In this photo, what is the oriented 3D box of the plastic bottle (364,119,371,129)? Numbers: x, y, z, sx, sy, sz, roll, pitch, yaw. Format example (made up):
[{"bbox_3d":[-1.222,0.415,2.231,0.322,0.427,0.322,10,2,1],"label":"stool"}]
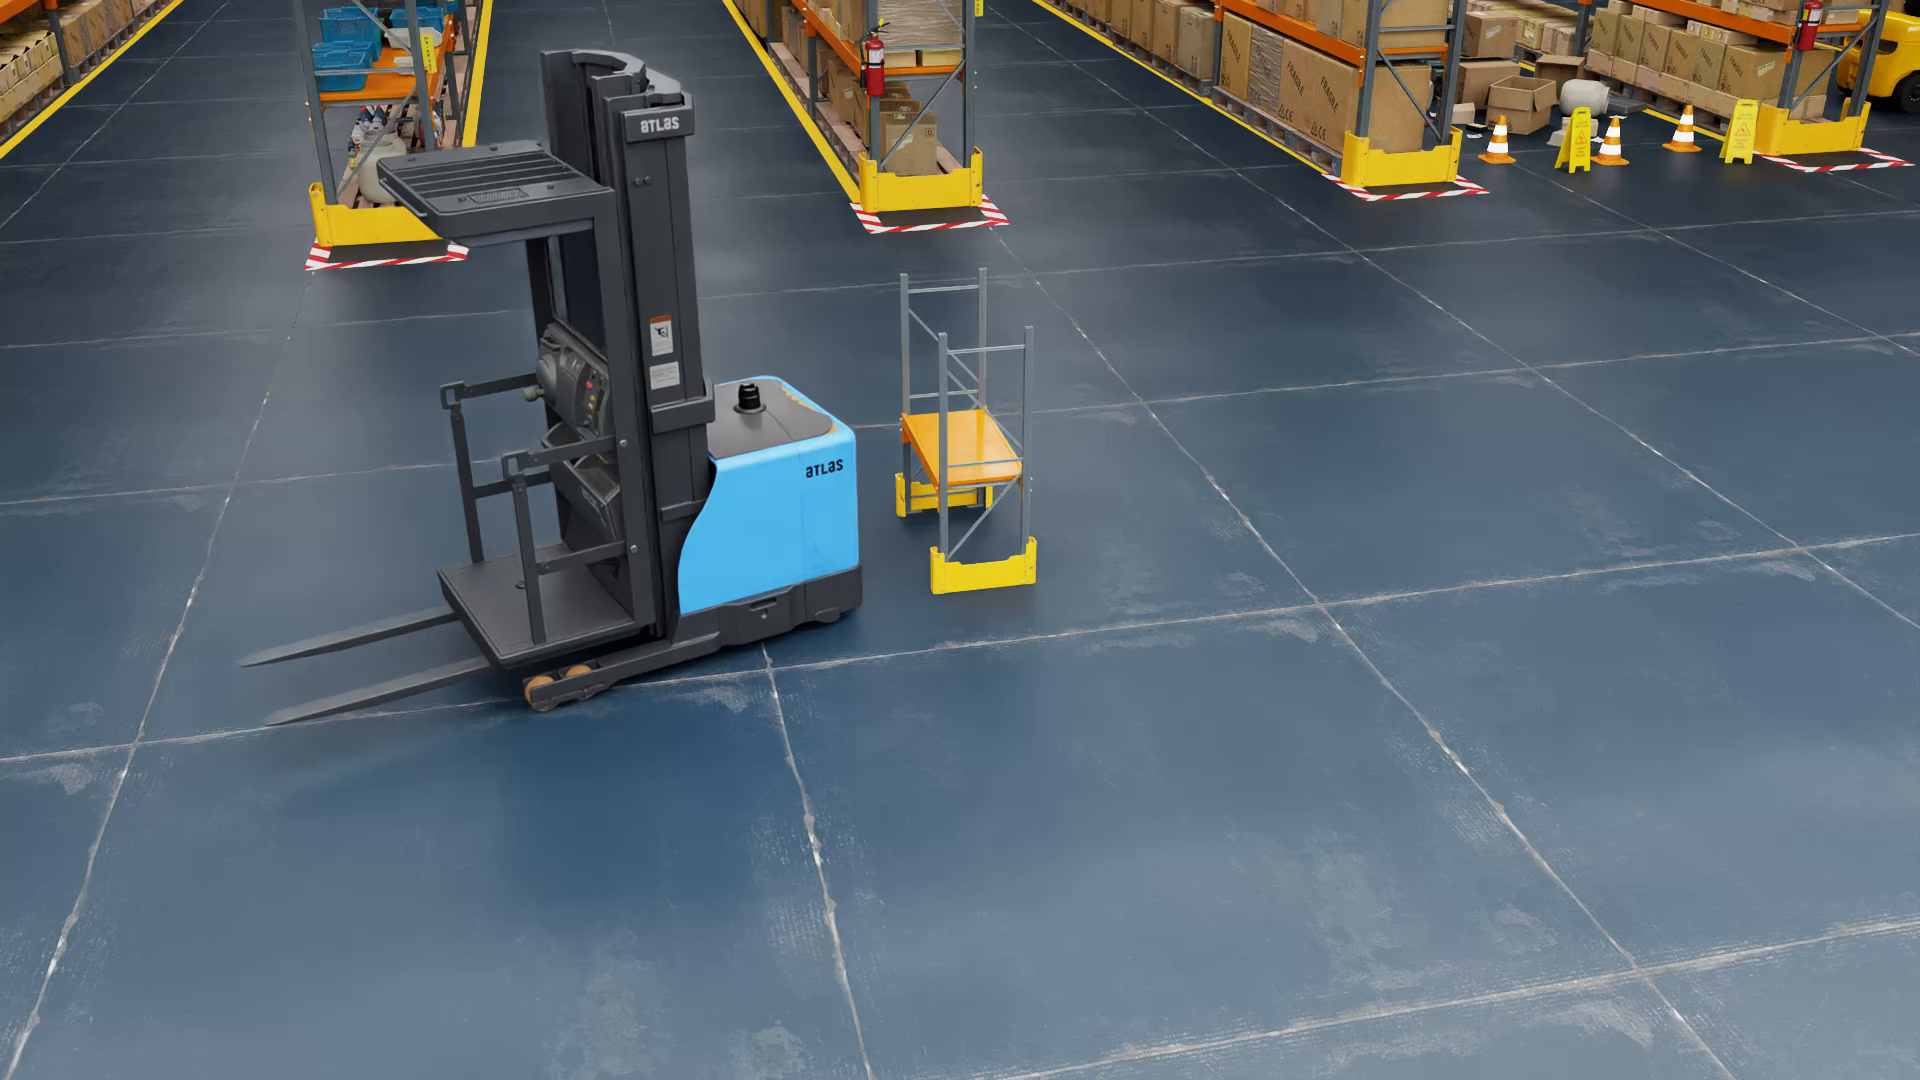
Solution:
[{"bbox_3d":[-6.201,-4.276,17.432,0.097,0.271,0.097,0,27,0],"label":"plastic bottle"}]

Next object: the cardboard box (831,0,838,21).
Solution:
[{"bbox_3d":[-0.862,-5.658,17.190,0.875,0.500,0.500,-6,27,-12],"label":"cardboard box"}]

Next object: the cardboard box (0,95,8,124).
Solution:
[{"bbox_3d":[-10.880,-4.723,18.364,0.500,0.250,0.500,-5,27,-10],"label":"cardboard box"}]

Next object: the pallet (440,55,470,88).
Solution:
[{"bbox_3d":[-6.855,-6.005,21.412,1.003,0.211,1.213,-6,27,-12],"label":"pallet"}]

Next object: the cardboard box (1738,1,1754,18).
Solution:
[{"bbox_3d":[8.797,-5.836,18.262,0.380,0.149,0.250,-6,27,-12],"label":"cardboard box"}]

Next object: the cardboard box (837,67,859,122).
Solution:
[{"bbox_3d":[-1.077,-4.982,18.599,0.500,0.500,0.500,2,27,5],"label":"cardboard box"}]

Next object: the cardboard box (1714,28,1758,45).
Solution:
[{"bbox_3d":[8.709,-5.655,18.658,0.380,0.149,0.250,-5,27,-10],"label":"cardboard box"}]

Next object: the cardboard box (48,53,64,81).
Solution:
[{"bbox_3d":[-11.462,-5.846,20.589,0.500,0.250,0.500,-5,27,-10],"label":"cardboard box"}]

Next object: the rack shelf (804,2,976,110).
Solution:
[{"bbox_3d":[-0.814,-5.141,17.405,1.077,0.370,4.000,-6,27,-12],"label":"rack shelf"}]

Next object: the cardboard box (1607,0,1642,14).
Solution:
[{"bbox_3d":[8.230,-6.584,20.498,0.380,0.149,0.250,-6,27,-11],"label":"cardboard box"}]

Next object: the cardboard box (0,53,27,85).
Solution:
[{"bbox_3d":[-11.115,-5.428,19.138,0.500,0.311,0.500,-5,27,-10],"label":"cardboard box"}]

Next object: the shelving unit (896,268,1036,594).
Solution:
[{"bbox_3d":[0.017,-0.636,9.346,0.587,1.500,1.083,-6,27,-12],"label":"shelving unit"}]

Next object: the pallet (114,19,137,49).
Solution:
[{"bbox_3d":[-12.500,-7.250,23.880,1.003,0.211,1.213,-6,27,-12],"label":"pallet"}]

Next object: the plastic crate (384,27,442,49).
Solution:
[{"bbox_3d":[-5.478,-5.033,16.685,0.530,0.136,0.437,-6,27,-12],"label":"plastic crate"}]

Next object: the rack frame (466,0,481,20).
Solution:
[{"bbox_3d":[-7.893,-9.349,24.945,1.000,3.000,0.127,-6,27,-12],"label":"rack frame"}]

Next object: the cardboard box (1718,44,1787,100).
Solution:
[{"bbox_3d":[8.857,-5.211,18.498,0.500,0.500,0.500,-6,27,-11],"label":"cardboard box"}]

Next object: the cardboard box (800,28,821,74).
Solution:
[{"bbox_3d":[-1.598,-6.150,20.891,0.700,0.500,0.500,-8,28,-16],"label":"cardboard box"}]

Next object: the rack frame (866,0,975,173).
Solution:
[{"bbox_3d":[-0.363,-4.584,15.504,1.000,3.000,0.127,-6,27,-12],"label":"rack frame"}]

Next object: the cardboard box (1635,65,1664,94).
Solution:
[{"bbox_3d":[8.514,-5.554,20.011,0.500,0.250,0.500,-6,27,-12],"label":"cardboard box"}]

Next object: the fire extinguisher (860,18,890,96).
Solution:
[{"bbox_3d":[-0.786,-4.453,15.329,0.296,0.674,0.183,-6,27,-12],"label":"fire extinguisher"}]

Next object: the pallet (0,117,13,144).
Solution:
[{"bbox_3d":[-11.121,-4.411,18.254,1.003,0.211,1.213,-6,27,-12],"label":"pallet"}]

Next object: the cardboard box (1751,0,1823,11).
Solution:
[{"bbox_3d":[8.901,-5.978,17.825,0.500,0.500,0.500,-6,27,-13],"label":"cardboard box"}]

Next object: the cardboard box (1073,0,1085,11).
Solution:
[{"bbox_3d":[2.038,-8.348,25.269,0.500,0.500,0.500,-7,28,-14],"label":"cardboard box"}]

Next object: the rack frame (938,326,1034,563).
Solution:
[{"bbox_3d":[0.134,-0.409,8.896,0.500,1.500,0.032,-6,27,-12],"label":"rack frame"}]

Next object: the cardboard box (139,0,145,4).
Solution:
[{"bbox_3d":[-12.808,-8.365,25.649,0.380,0.166,0.250,-6,27,-12],"label":"cardboard box"}]

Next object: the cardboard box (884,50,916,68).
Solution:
[{"bbox_3d":[-0.629,-4.576,15.767,0.380,0.149,0.250,-6,27,-12],"label":"cardboard box"}]

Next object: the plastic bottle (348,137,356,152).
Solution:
[{"bbox_3d":[-6.074,-3.876,16.627,0.061,0.283,0.133,-5,27,-10],"label":"plastic bottle"}]

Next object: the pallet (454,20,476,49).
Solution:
[{"bbox_3d":[-7.481,-7.225,23.830,1.003,0.211,1.213,-6,27,-12],"label":"pallet"}]

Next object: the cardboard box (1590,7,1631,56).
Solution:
[{"bbox_3d":[8.260,-6.355,20.765,0.500,0.500,0.500,-5,27,-9],"label":"cardboard box"}]

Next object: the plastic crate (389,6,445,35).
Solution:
[{"bbox_3d":[-5.576,-5.313,17.112,0.499,0.251,0.616,-6,27,-12],"label":"plastic crate"}]

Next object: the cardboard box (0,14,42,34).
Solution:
[{"bbox_3d":[-12.258,-6.559,21.703,0.500,0.500,0.500,-5,27,-10],"label":"cardboard box"}]

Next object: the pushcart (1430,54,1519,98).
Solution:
[{"bbox_3d":[6.180,-5.923,21.065,1.648,0.377,0.936,-16,31,-29],"label":"pushcart"}]

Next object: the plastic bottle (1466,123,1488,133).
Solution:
[{"bbox_3d":[5.892,-4.726,19.046,0.133,0.061,0.283,-16,31,-29],"label":"plastic bottle"}]

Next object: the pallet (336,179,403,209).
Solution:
[{"bbox_3d":[-5.430,-3.222,15.900,1.003,0.211,1.213,-6,27,-12],"label":"pallet"}]

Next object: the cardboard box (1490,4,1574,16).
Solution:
[{"bbox_3d":[7.946,-7.211,23.159,0.950,0.372,0.625,-5,27,-10],"label":"cardboard box"}]

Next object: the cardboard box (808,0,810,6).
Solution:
[{"bbox_3d":[-1.509,-6.103,18.792,0.380,0.149,0.250,-6,27,-12],"label":"cardboard box"}]

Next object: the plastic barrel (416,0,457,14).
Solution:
[{"bbox_3d":[-5.882,-6.262,18.270,0.600,0.901,0.708,-6,27,-12],"label":"plastic barrel"}]

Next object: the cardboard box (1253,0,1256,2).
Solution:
[{"bbox_3d":[3.831,-6.467,19.067,0.875,0.550,0.550,-6,27,-12],"label":"cardboard box"}]

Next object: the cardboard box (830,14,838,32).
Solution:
[{"bbox_3d":[-1.158,-5.446,17.490,0.380,0.149,0.250,-6,27,-12],"label":"cardboard box"}]

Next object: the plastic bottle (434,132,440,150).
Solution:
[{"bbox_3d":[-5.394,-4.082,17.048,0.097,0.271,0.097,0,27,0],"label":"plastic bottle"}]

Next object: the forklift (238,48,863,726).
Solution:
[{"bbox_3d":[-2.048,-0.747,7.978,3.031,2.935,1.130,-15,31,-28],"label":"forklift"}]

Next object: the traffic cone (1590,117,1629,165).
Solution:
[{"bbox_3d":[6.933,-4.254,17.665,0.336,0.463,0.334,-6,27,-12],"label":"traffic cone"}]

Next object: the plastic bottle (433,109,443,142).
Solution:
[{"bbox_3d":[-5.548,-4.372,17.534,0.144,0.351,0.185,-6,27,-12],"label":"plastic bottle"}]

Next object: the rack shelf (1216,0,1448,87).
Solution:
[{"bbox_3d":[4.041,-5.601,18.315,1.077,0.370,4.000,-6,27,-12],"label":"rack shelf"}]

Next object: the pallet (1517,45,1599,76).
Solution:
[{"bbox_3d":[8.213,-6.444,22.282,1.003,0.211,1.213,-6,27,-12],"label":"pallet"}]

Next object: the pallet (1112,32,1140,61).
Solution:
[{"bbox_3d":[2.793,-6.957,23.299,1.003,0.211,1.213,-6,27,-12],"label":"pallet"}]

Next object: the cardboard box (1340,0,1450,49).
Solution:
[{"bbox_3d":[4.364,-5.269,16.694,0.875,0.550,0.550,-6,27,-12],"label":"cardboard box"}]

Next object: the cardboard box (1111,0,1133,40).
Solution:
[{"bbox_3d":[2.739,-7.462,23.236,1.050,0.750,0.750,-6,27,-12],"label":"cardboard box"}]

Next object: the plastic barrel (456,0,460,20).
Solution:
[{"bbox_3d":[-7.628,-8.049,24.230,0.600,0.901,0.708,-6,27,-12],"label":"plastic barrel"}]

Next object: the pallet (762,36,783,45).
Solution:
[{"bbox_3d":[-2.270,-7.205,23.791,1.003,0.211,1.213,-6,27,-12],"label":"pallet"}]

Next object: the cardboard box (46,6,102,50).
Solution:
[{"bbox_3d":[-11.874,-6.851,22.281,0.500,0.500,0.500,-6,27,-12],"label":"cardboard box"}]

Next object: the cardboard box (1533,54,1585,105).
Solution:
[{"bbox_3d":[7.306,-5.623,20.334,0.500,0.500,0.500,13,30,24],"label":"cardboard box"}]

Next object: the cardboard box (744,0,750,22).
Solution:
[{"bbox_3d":[-2.495,-8.033,24.227,1.225,0.875,0.875,-6,27,-11],"label":"cardboard box"}]

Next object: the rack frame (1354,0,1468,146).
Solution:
[{"bbox_3d":[4.492,-5.044,16.414,1.000,3.000,0.127,-6,27,-12],"label":"rack frame"}]
